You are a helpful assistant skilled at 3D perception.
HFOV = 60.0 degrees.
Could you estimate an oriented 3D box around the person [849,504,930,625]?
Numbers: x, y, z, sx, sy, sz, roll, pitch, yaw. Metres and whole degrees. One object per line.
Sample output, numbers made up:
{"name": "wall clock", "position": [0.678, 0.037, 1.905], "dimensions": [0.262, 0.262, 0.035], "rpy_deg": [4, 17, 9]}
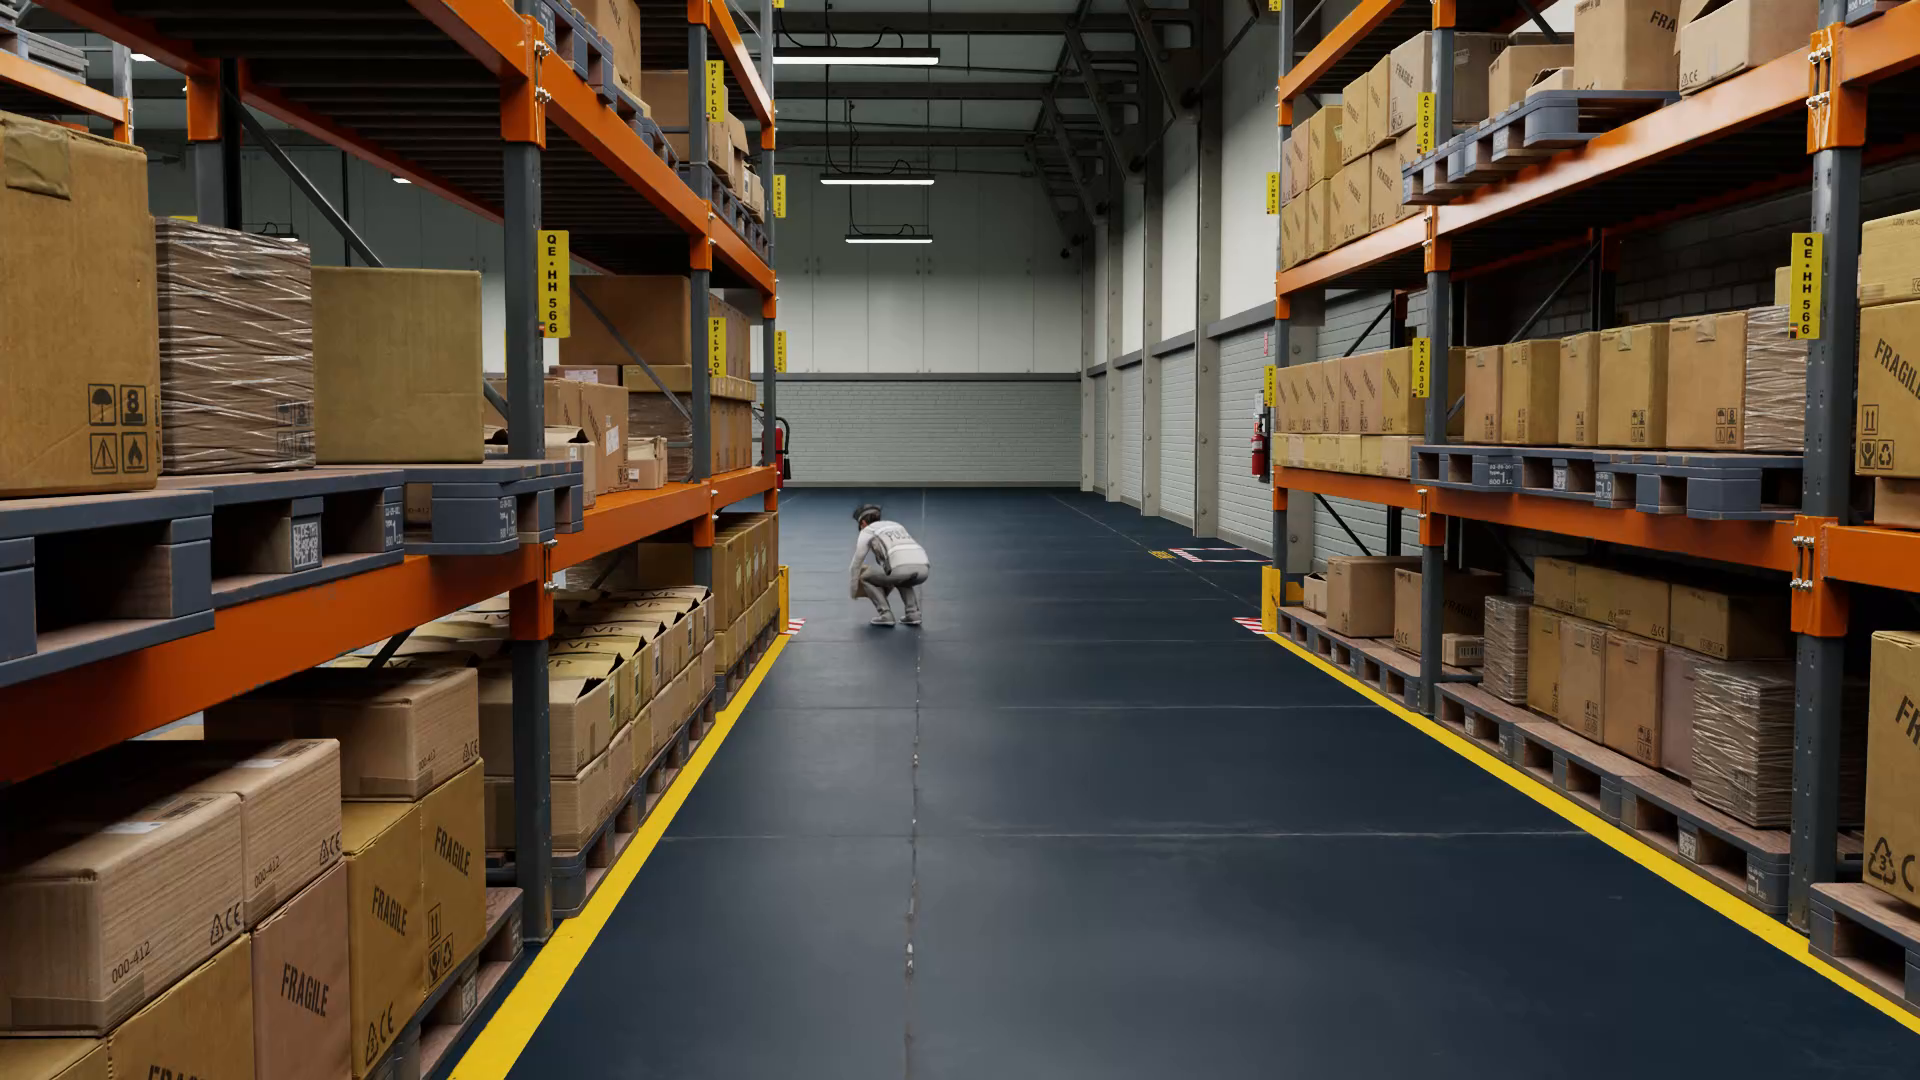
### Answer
{"name": "person", "position": [-0.591, 0.203, 13.619], "dimensions": [0.490, 0.982, 0.831], "rpy_deg": [-2, 4, -31]}
